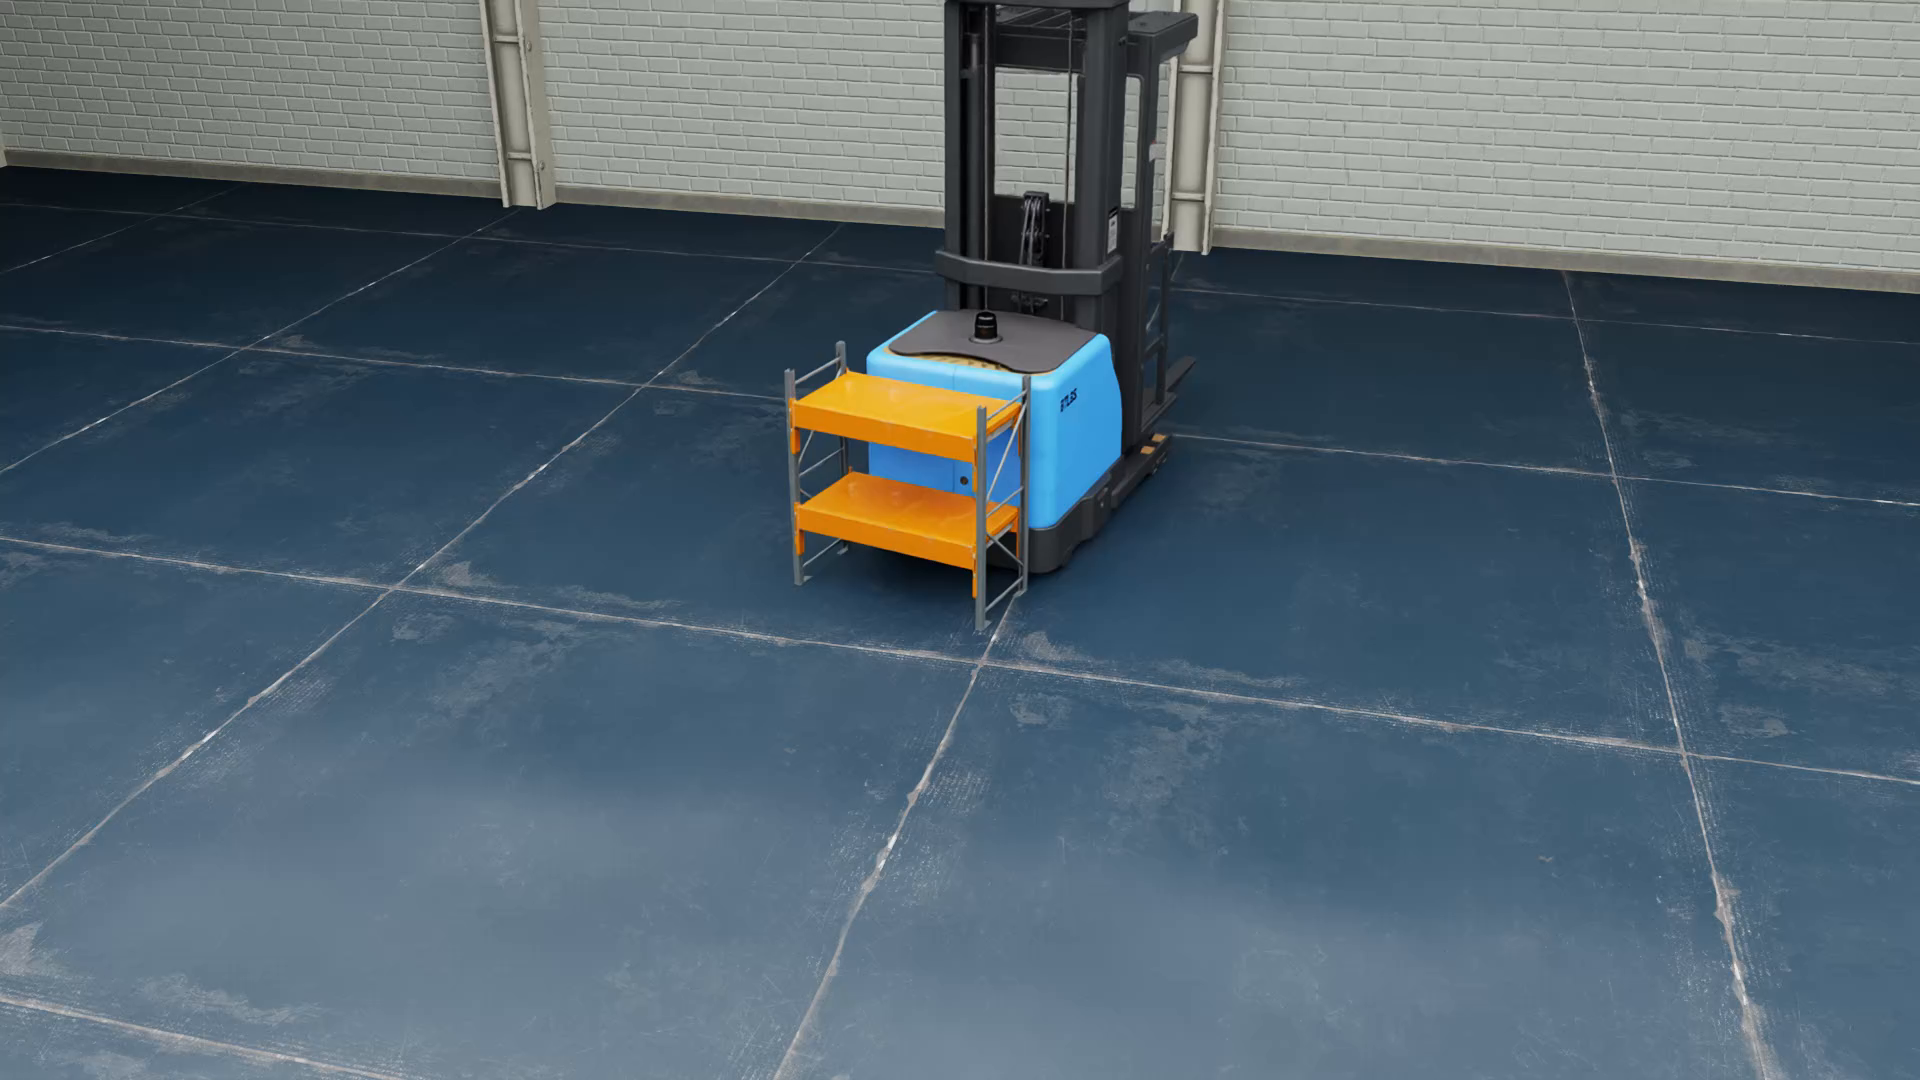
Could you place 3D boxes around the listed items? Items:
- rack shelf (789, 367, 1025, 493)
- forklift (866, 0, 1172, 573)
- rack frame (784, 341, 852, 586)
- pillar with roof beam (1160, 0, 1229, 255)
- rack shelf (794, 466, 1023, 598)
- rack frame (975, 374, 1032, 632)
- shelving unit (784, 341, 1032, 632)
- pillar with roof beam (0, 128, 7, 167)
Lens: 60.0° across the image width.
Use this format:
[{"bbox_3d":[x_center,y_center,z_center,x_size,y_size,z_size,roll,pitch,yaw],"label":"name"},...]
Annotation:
[{"bbox_3d":[-0.245,-0.537,7.888,1.000,0.278,0.538,13,28,25],"label":"rack shelf"},{"bbox_3d":[0.589,-1.765,9.047,1.130,2.935,3.031,11,28,22],"label":"forklift"},{"bbox_3d":[-0.694,-0.375,8.230,0.032,1.125,0.500,13,28,25],"label":"rack frame"},{"bbox_3d":[0.813,-4.699,8.152,0.400,9.000,9.100,6,26,13],"label":"pillar with roof beam"},{"bbox_3d":[-0.245,-0.052,8.119,1.000,0.278,0.538,13,28,25],"label":"rack shelf"},{"bbox_3d":[0.204,-0.170,7.798,0.032,1.125,0.500,13,28,25],"label":"rack frame"},{"bbox_3d":[-0.245,-0.273,8.014,1.048,1.125,0.538,13,28,25],"label":"shelving unit"},{"bbox_3d":[-10.809,-5.984,10.850,0.400,9.000,9.100,6,26,13],"label":"pillar with roof beam"}]
